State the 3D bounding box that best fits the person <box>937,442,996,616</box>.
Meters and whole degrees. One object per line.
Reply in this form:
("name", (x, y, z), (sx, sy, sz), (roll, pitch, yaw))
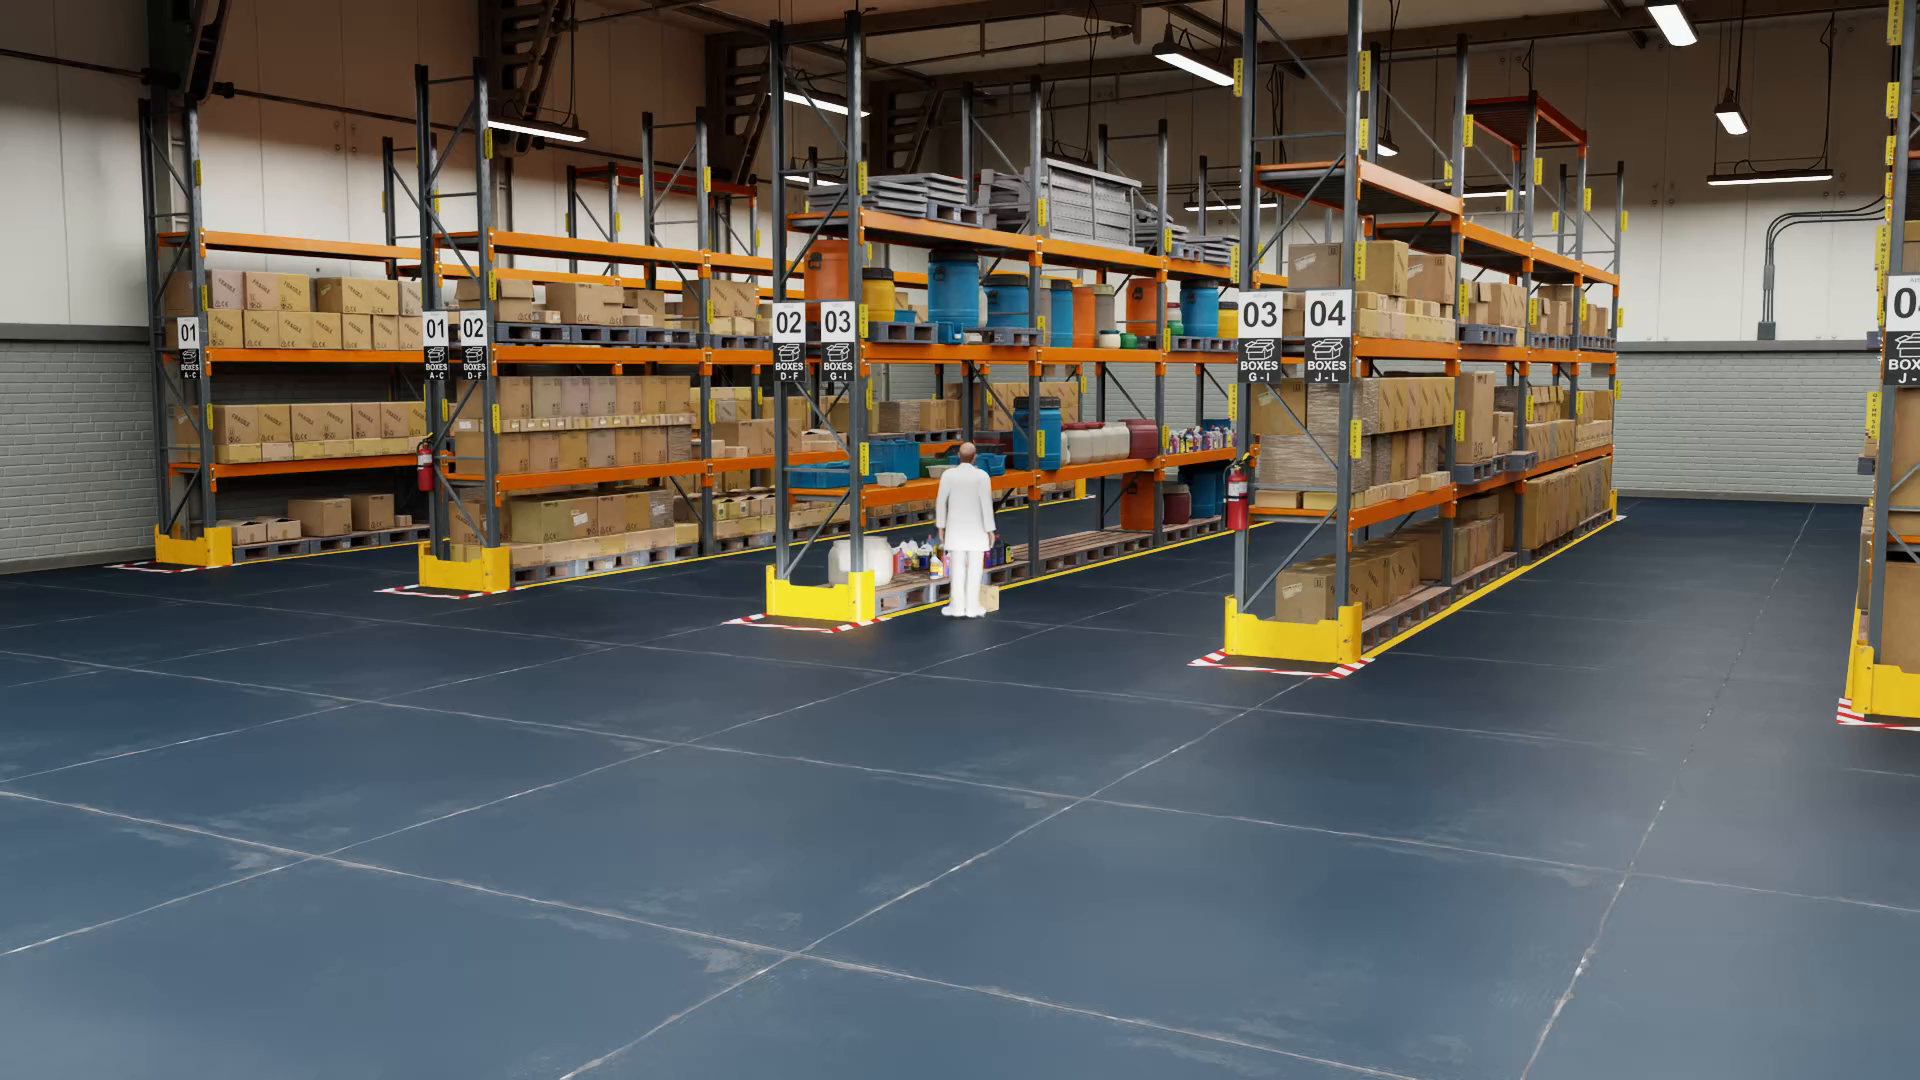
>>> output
("person", (0.065, -0.111, 16.984), (0.646, 1.774, 0.464), (1, 6, 14))
